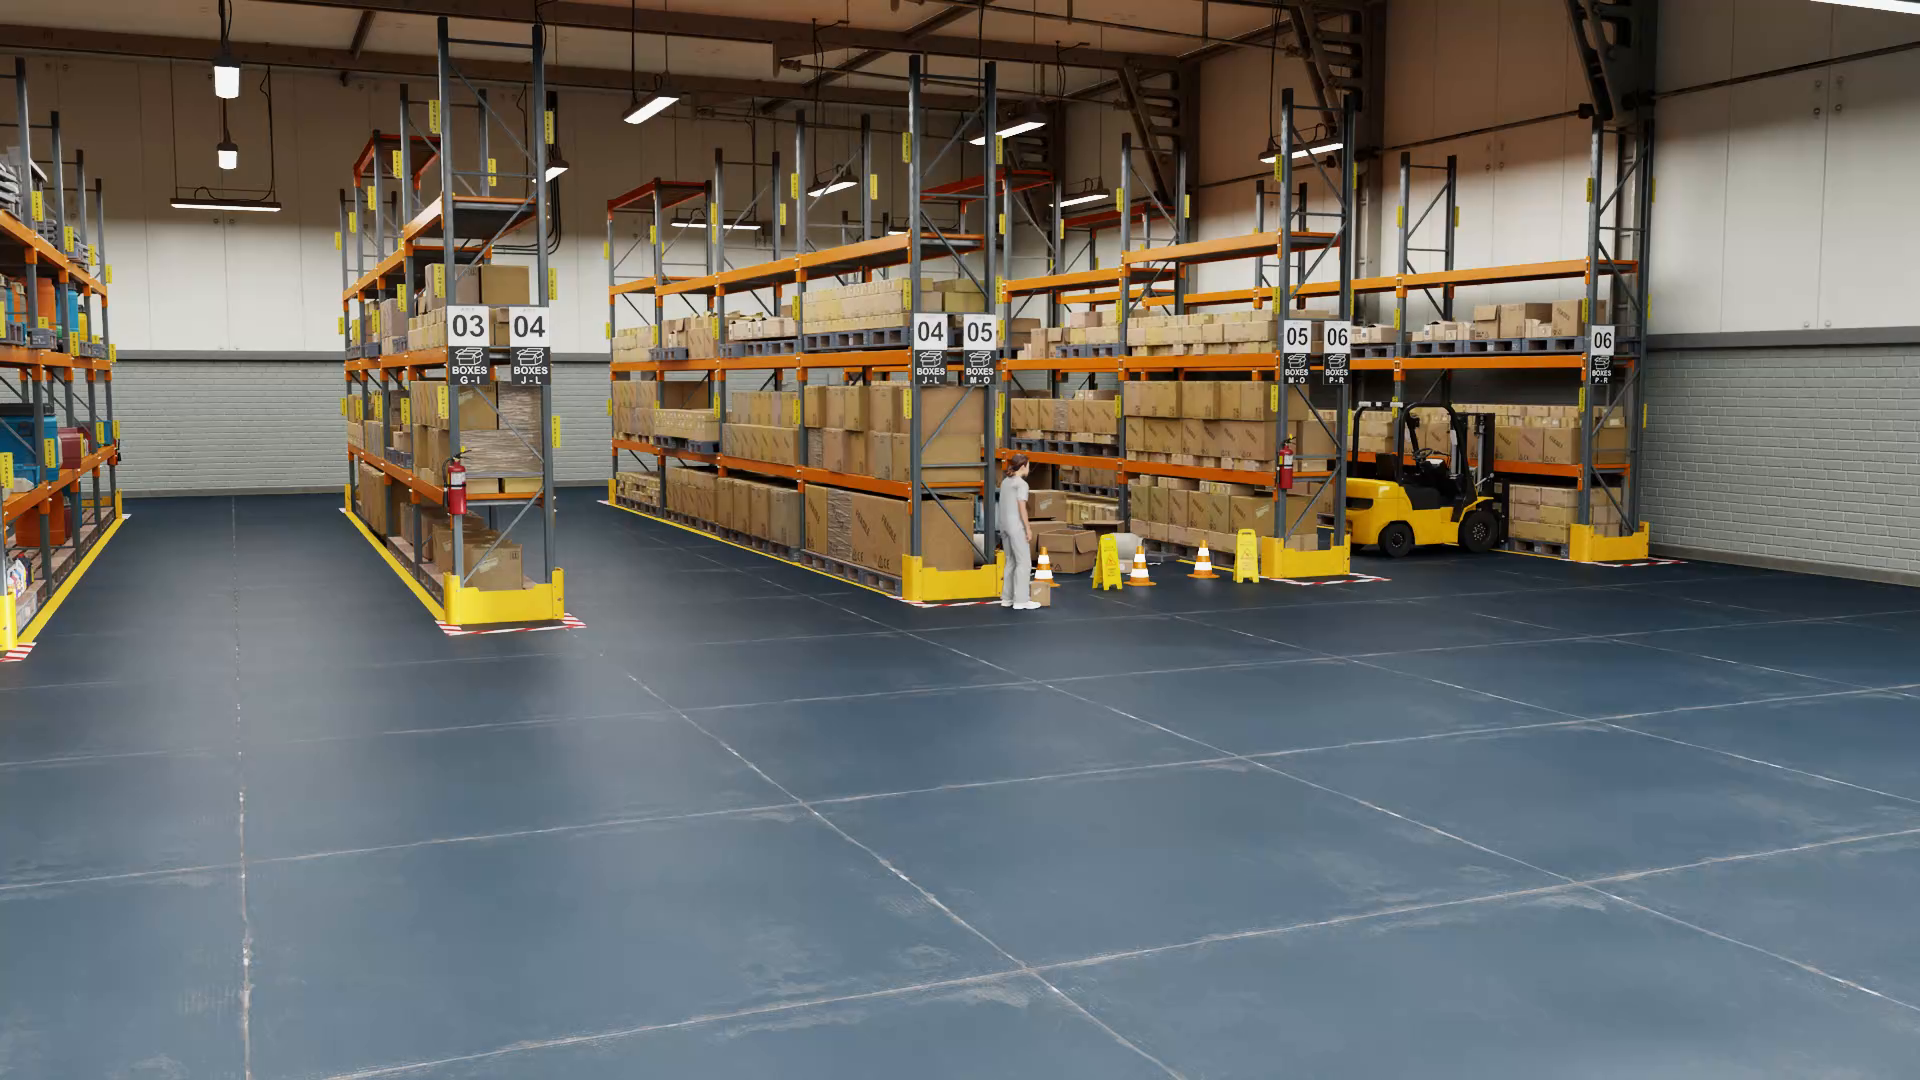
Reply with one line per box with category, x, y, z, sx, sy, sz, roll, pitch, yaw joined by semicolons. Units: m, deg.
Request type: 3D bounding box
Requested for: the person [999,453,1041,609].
person;0.617;-0.103;18.045;0.361;1.673;0.487;-3;6;-28
